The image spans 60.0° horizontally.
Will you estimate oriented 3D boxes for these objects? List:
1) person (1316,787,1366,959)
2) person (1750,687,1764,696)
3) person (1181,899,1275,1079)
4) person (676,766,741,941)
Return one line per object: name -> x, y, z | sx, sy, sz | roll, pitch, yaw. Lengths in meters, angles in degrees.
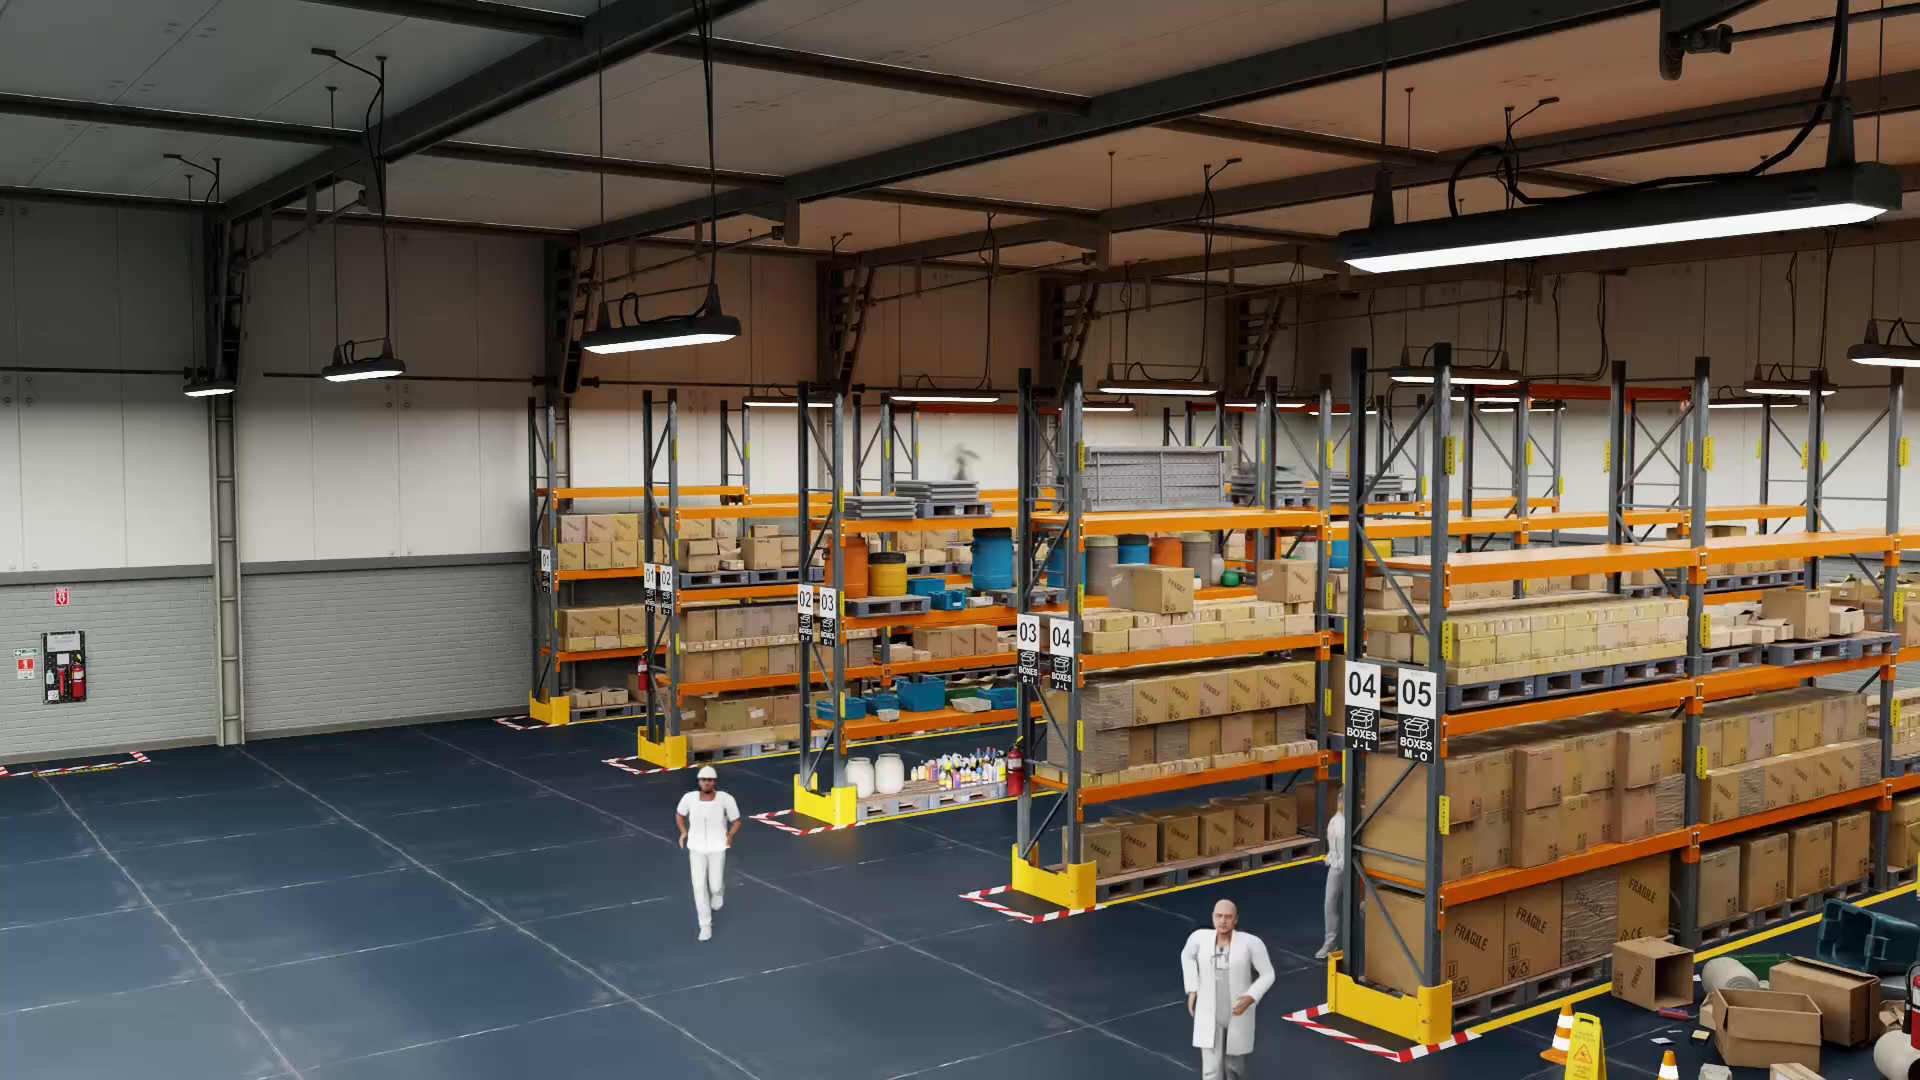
person -> 3.925, 3.332, 16.804 | 0.862, 1.700, 0.628 | -3, 4, -38
person -> 11.570, 2.942, 24.142 | 0.734, 1.623, 0.482 | -3, 4, -41
person -> 1.982, 3.549, 12.382 | 0.717, 1.788, 0.983 | 1, 3, 14
person -> -2.668, 3.261, 17.591 | 0.700, 1.760, 0.867 | 0, 3, -3
